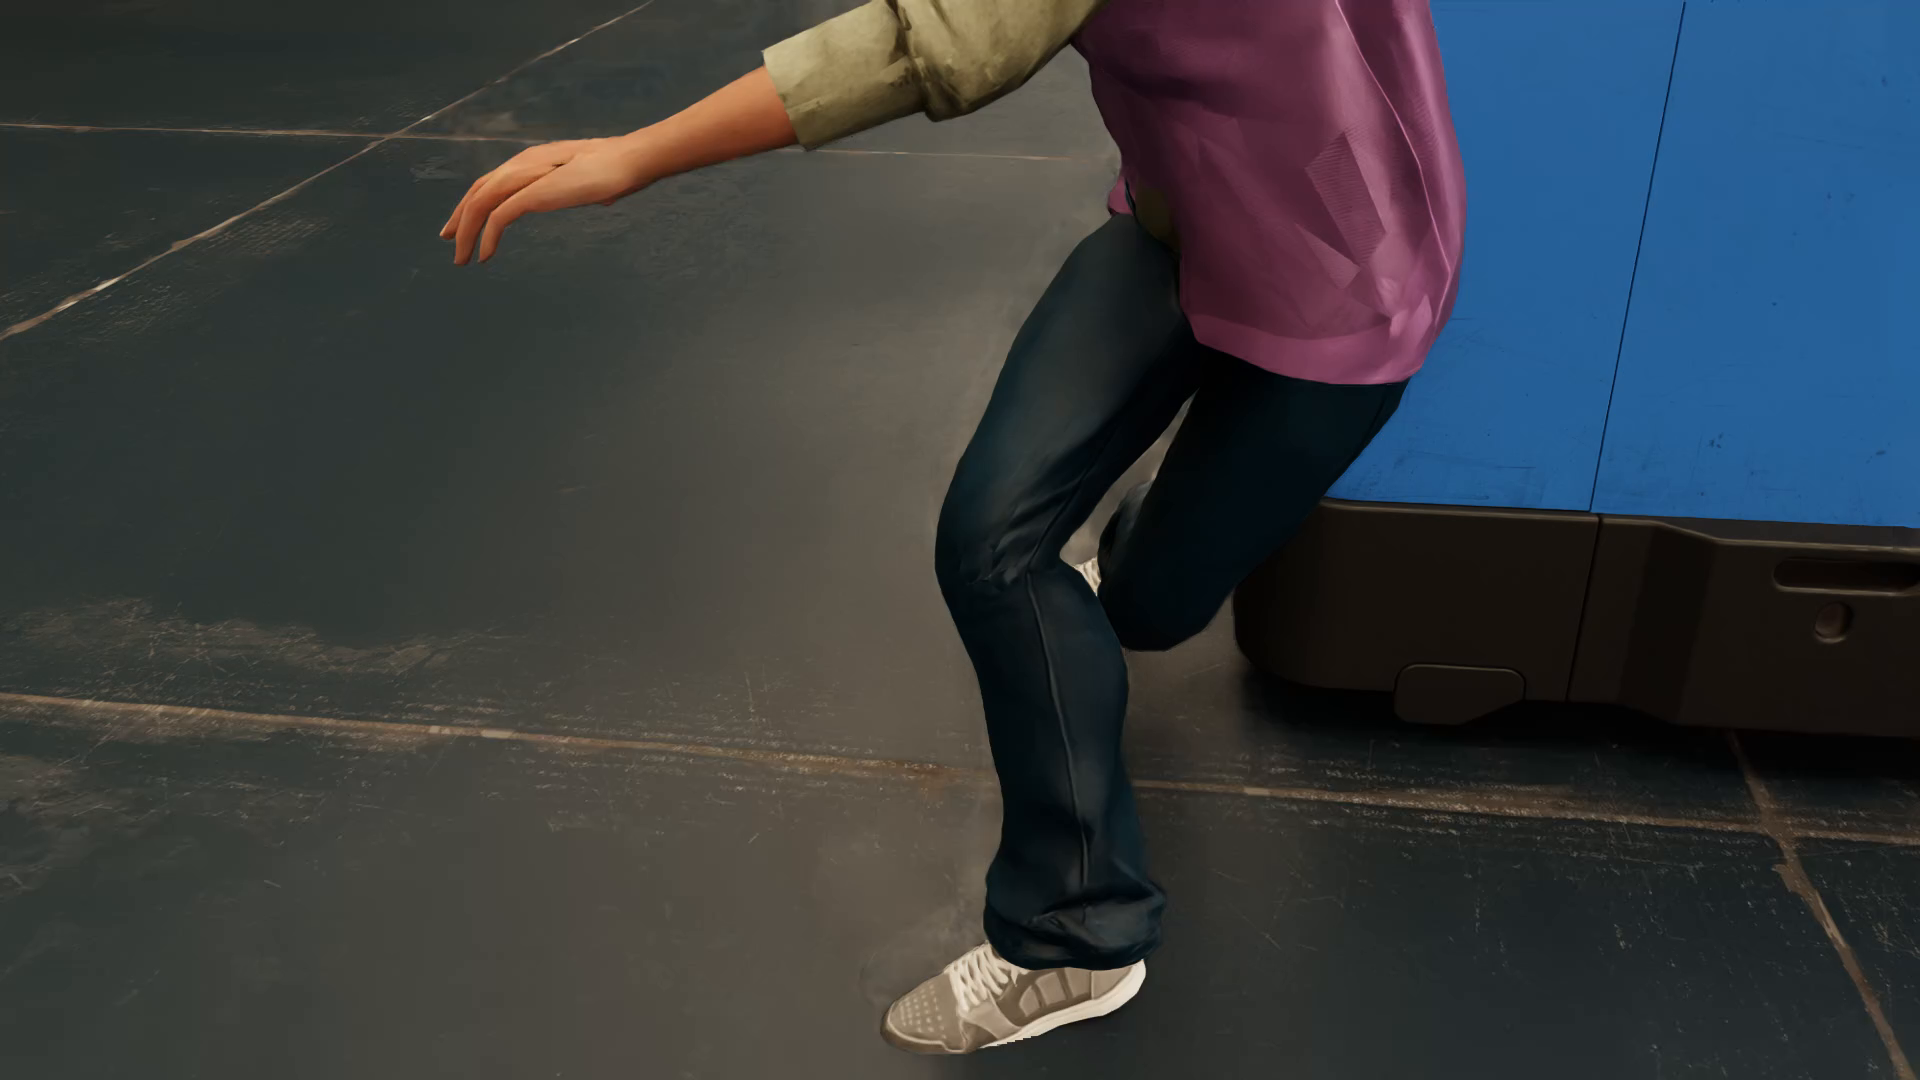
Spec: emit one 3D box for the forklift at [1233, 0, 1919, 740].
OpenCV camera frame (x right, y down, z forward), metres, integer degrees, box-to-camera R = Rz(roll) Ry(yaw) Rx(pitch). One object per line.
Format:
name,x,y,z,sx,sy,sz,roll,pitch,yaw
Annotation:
forklift,1.900,-1.232,1.685,3.031,2.935,1.130,3,27,6

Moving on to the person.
person,-0.010,-0.256,1.522,1.034,1.396,0.758,-19,32,-34
